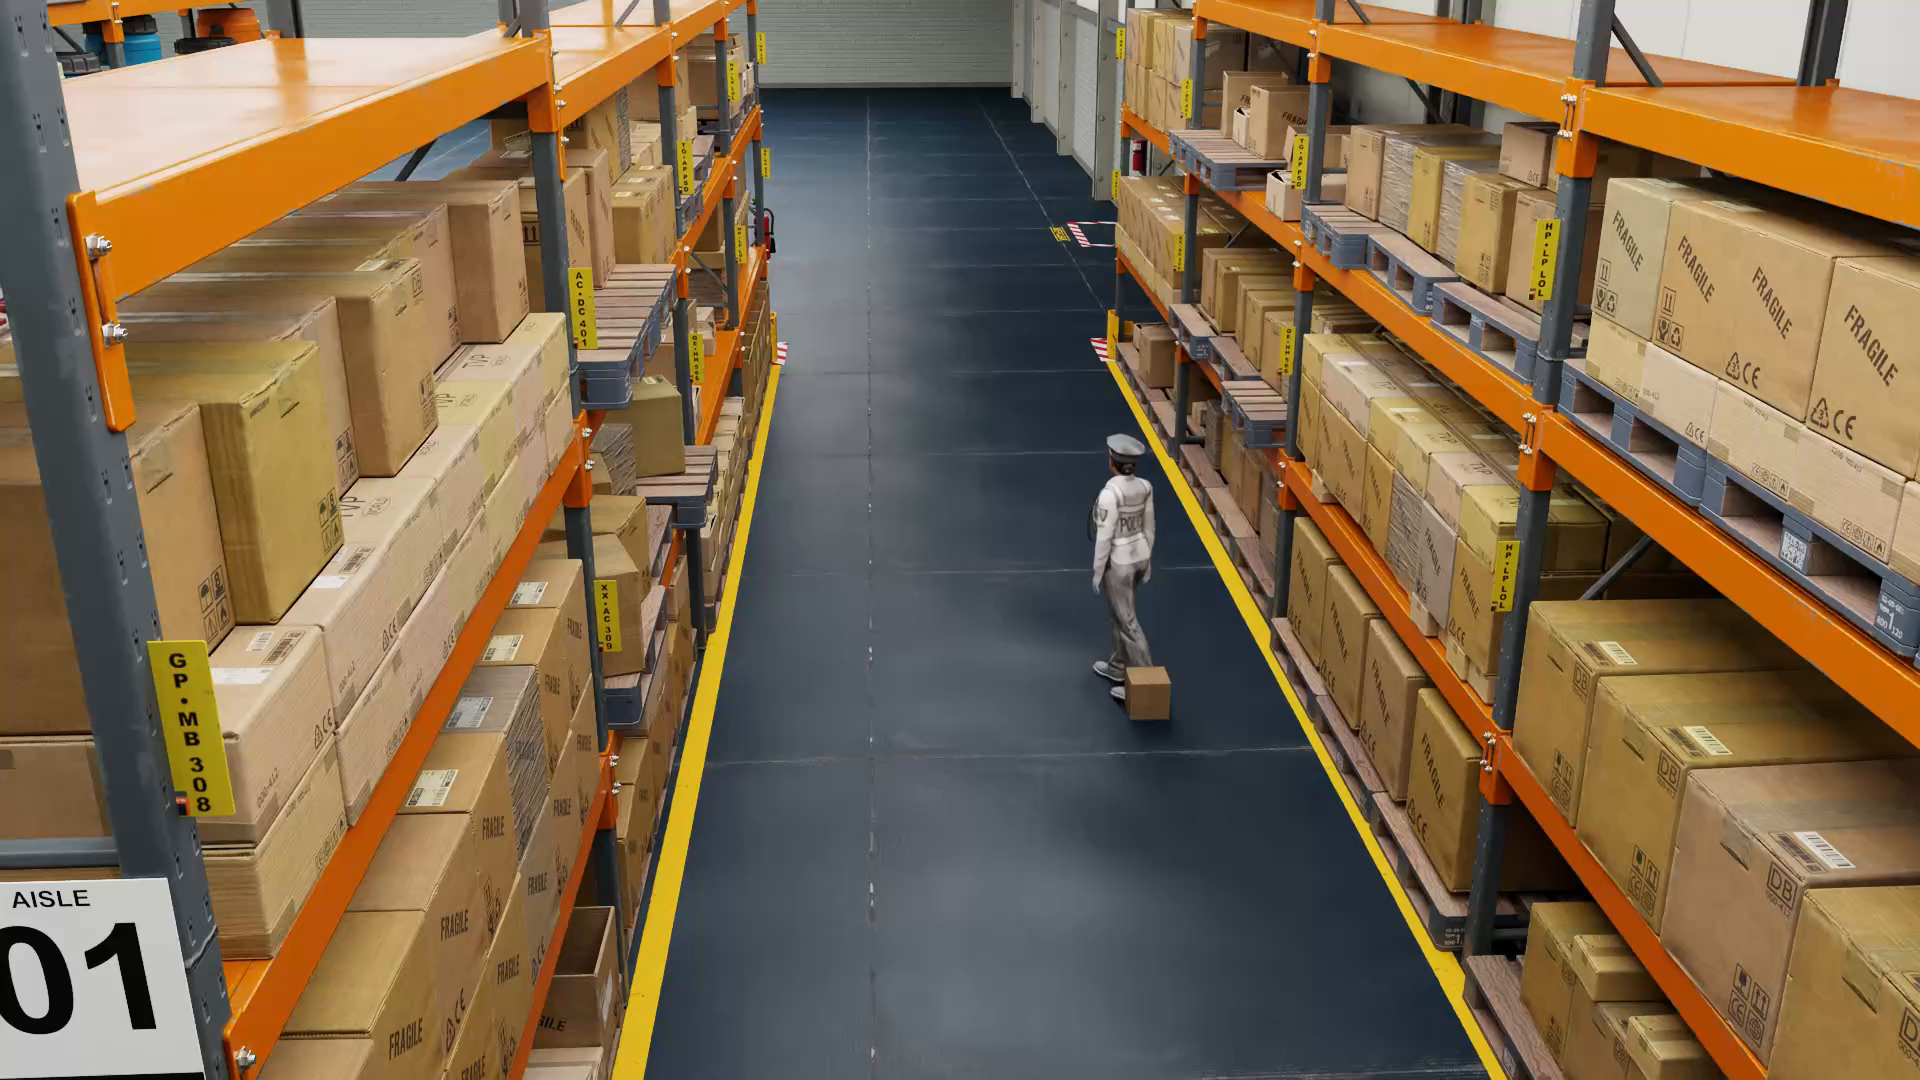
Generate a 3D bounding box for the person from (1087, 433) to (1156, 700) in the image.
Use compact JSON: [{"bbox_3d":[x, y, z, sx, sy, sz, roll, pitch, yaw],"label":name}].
[{"bbox_3d":[1.069,0.171,10.609,0.574,1.662,0.507,17,26,37],"label":"person"}]
